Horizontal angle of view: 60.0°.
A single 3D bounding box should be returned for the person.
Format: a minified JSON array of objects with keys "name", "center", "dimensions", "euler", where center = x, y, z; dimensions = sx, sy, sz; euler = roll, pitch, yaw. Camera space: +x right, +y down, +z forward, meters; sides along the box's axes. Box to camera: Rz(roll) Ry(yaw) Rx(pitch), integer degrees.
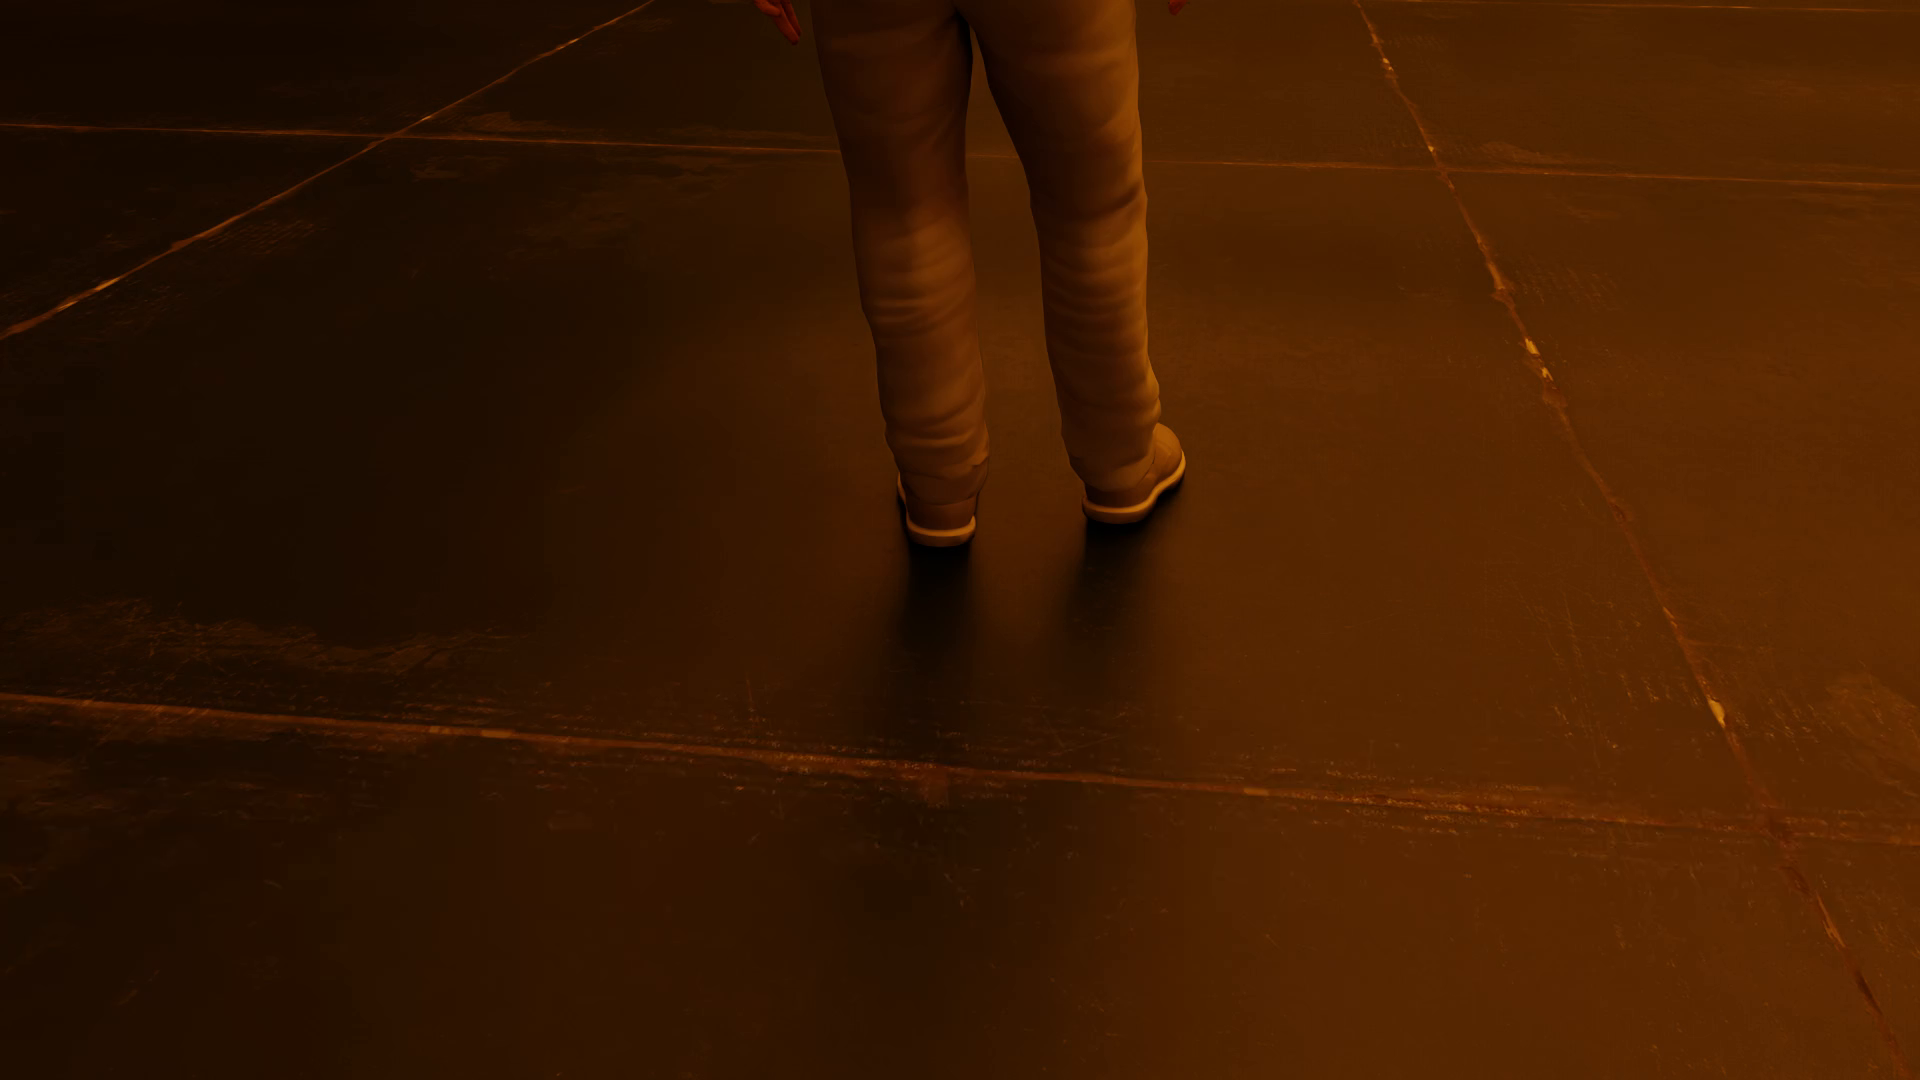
[{"name":"person","center":[0.022,-0.837,2.166],"dimensions":[0.640,1.781,0.575],"euler":[3,27,7]}]
